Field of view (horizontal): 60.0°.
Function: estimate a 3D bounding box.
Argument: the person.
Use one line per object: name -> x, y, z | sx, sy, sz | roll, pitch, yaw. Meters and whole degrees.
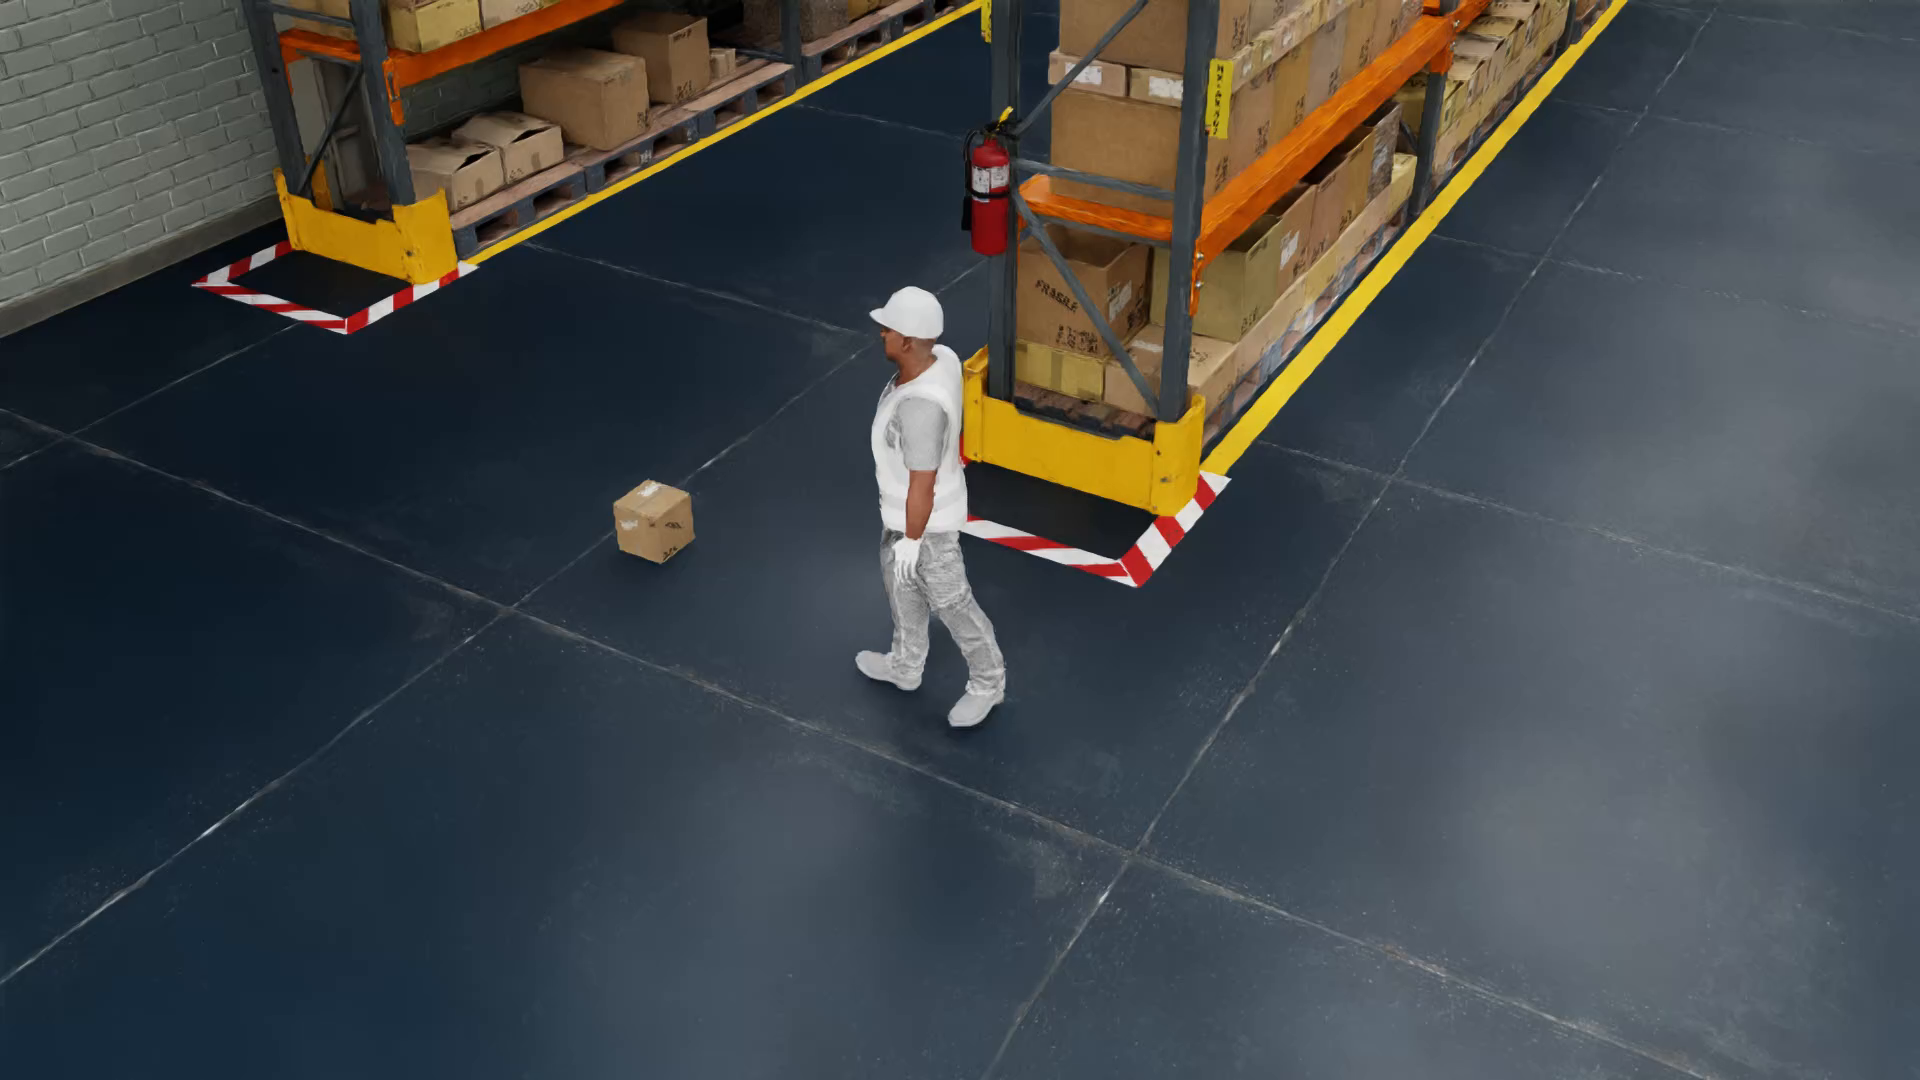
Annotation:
person -> -0.125, -0.136, 6.331 | 0.623, 1.781, 0.693 | 0, 34, 0
